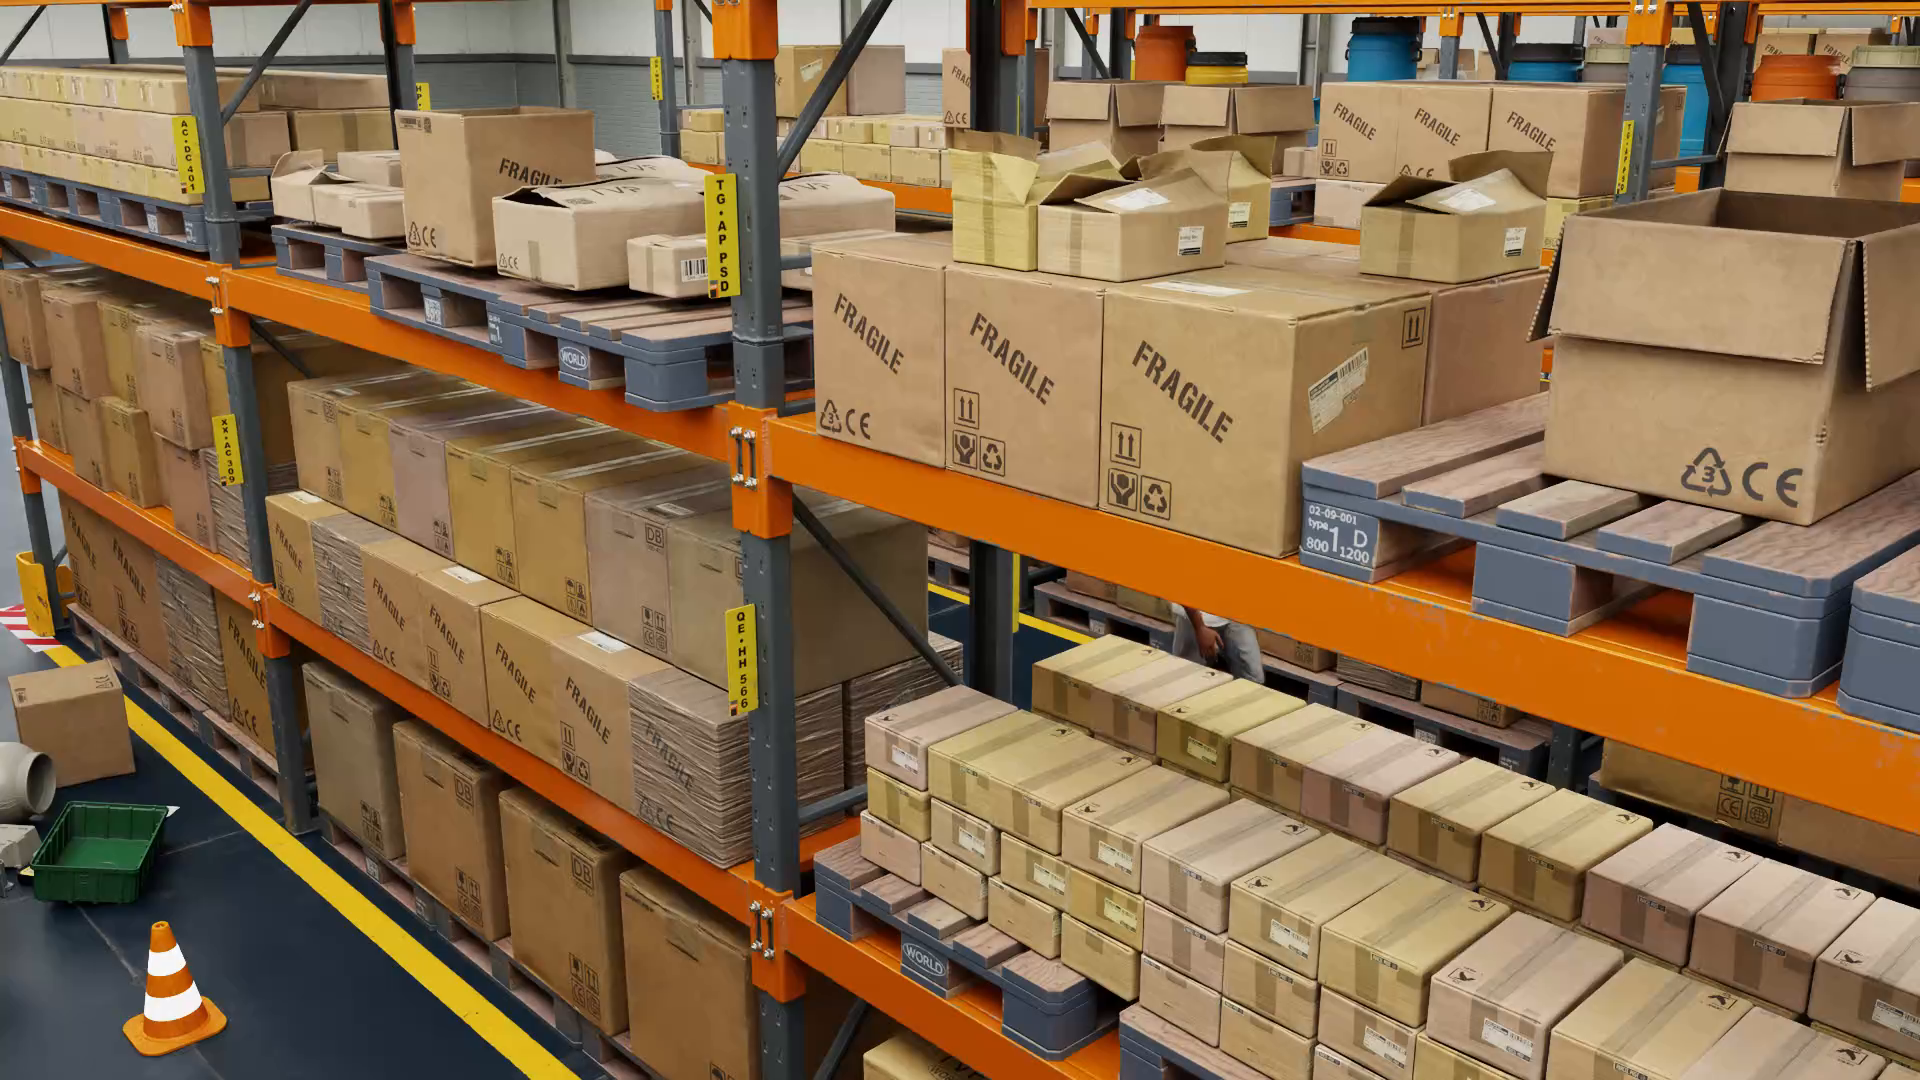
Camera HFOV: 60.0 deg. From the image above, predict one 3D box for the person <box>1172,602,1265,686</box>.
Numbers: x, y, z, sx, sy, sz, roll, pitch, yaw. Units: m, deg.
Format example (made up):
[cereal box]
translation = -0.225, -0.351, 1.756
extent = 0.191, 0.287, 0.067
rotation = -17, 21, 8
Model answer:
[person]
translation = 1.346, 0.415, 8.729
extent = 0.634, 1.810, 0.780
rotation = -14, 22, -38
